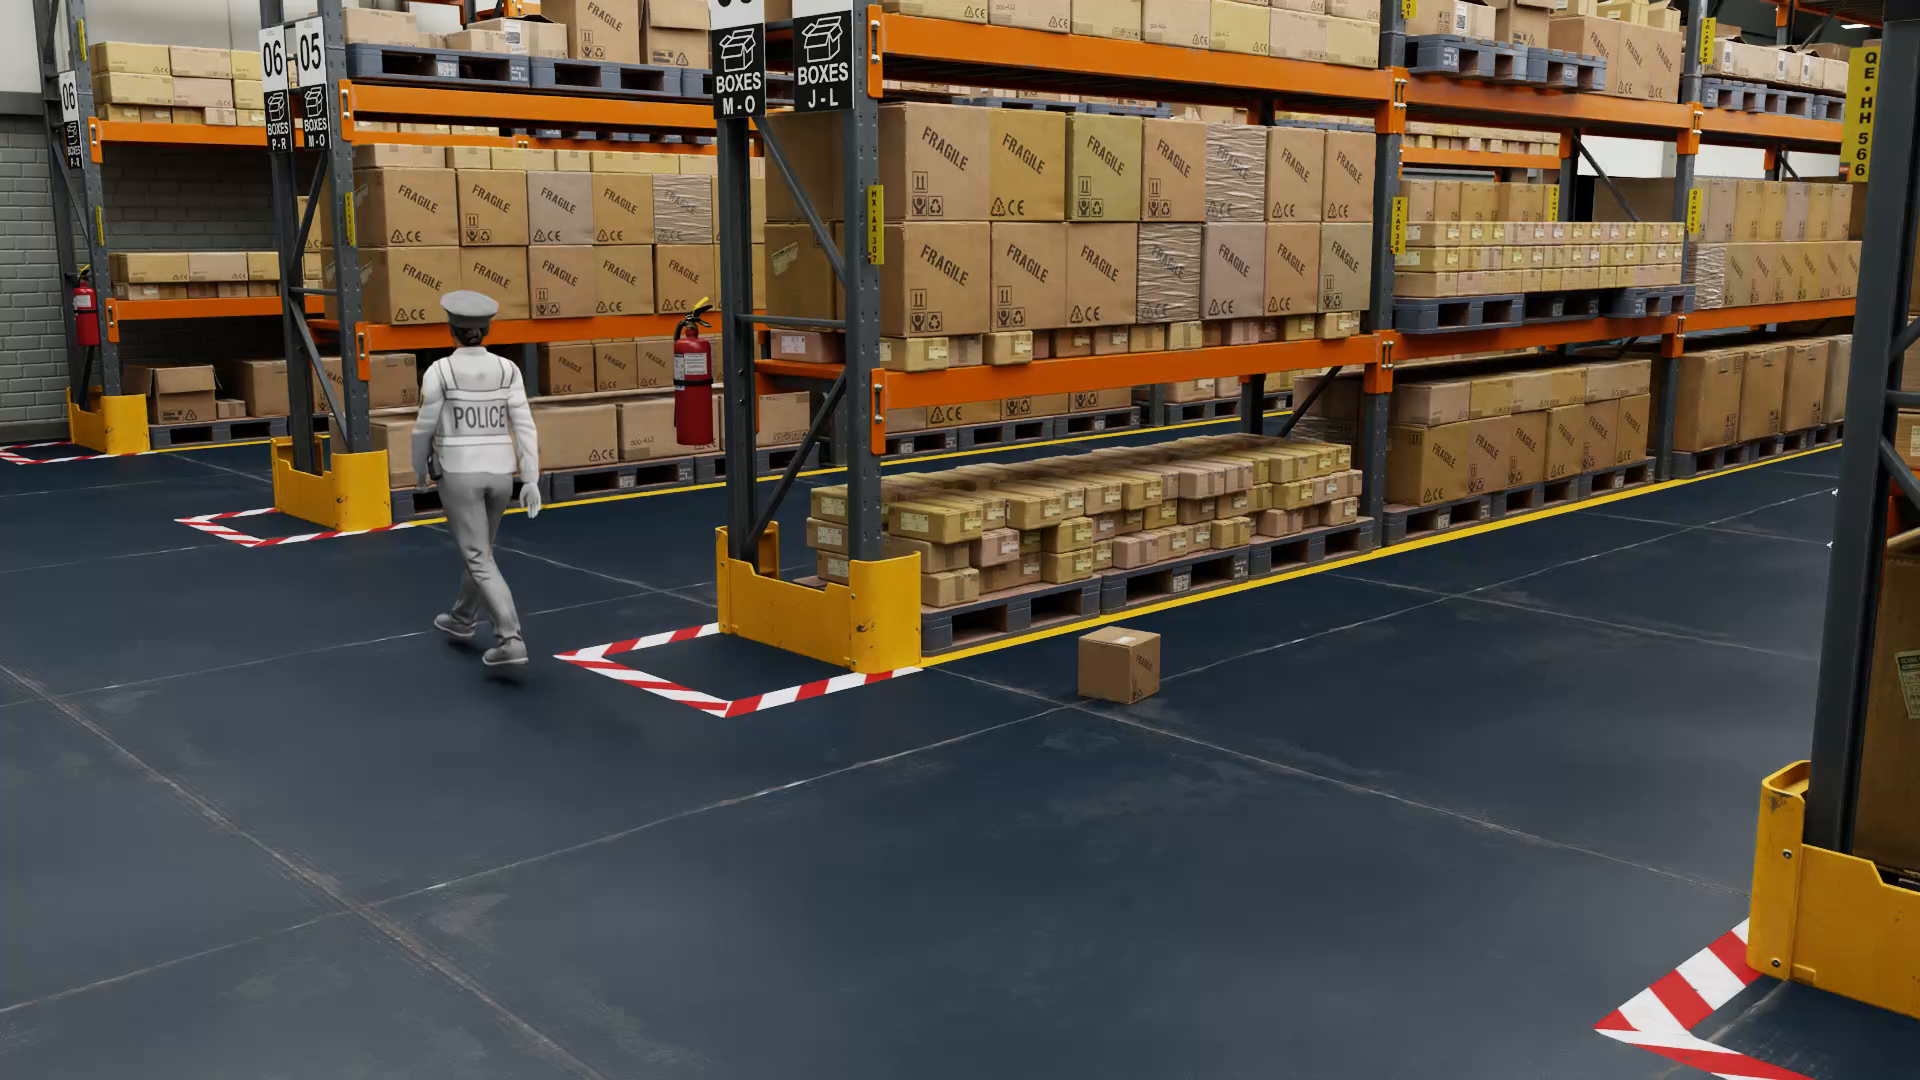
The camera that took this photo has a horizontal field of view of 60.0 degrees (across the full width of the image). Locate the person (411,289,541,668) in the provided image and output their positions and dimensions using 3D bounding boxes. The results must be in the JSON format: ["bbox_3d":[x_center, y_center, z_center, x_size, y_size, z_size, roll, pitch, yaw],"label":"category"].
[{"bbox_3d":[-2.176,-0.293,7.367,1.036,1.615,0.479,10,15,44],"label":"person"}]
